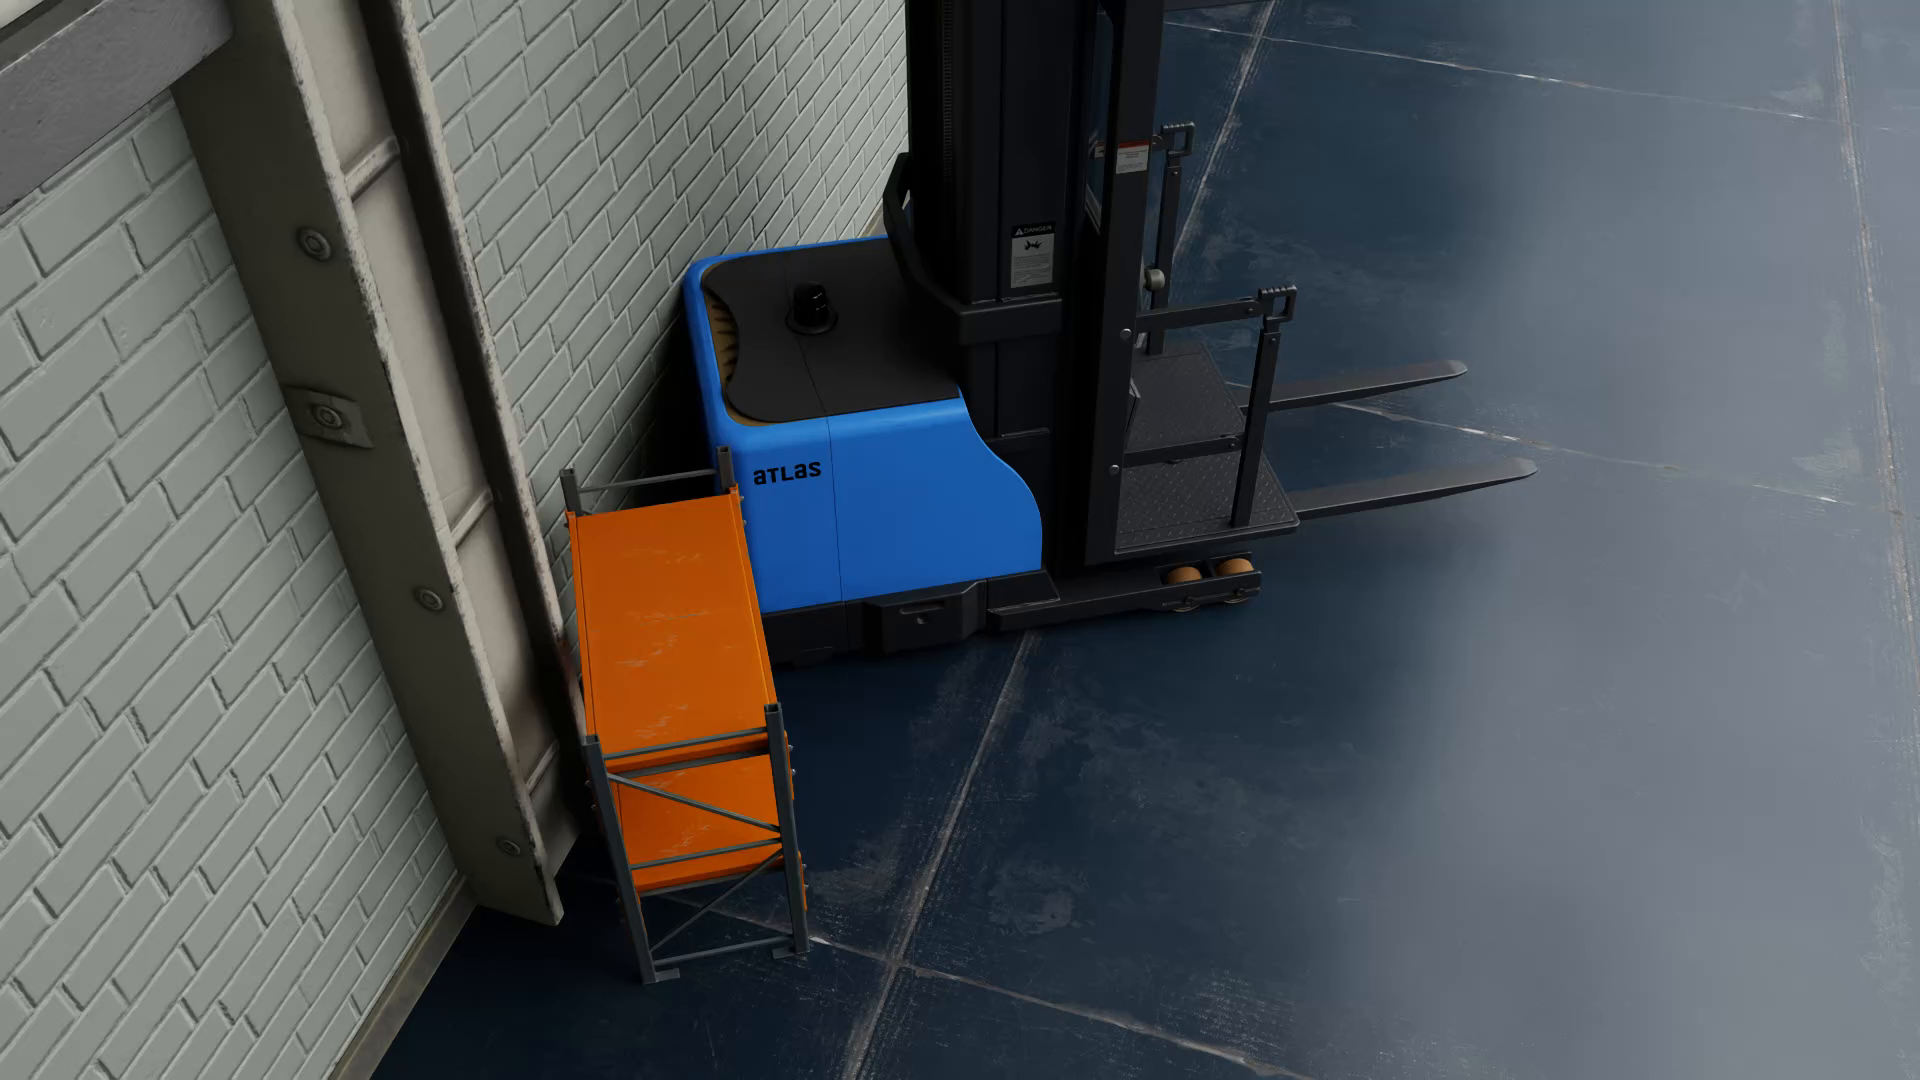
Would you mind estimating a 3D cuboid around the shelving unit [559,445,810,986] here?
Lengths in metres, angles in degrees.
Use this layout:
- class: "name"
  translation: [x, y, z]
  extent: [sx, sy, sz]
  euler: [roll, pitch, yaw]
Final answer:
- class: "shelving unit"
  translation: [-0.810, 0.516, 4.918]
  extent: [0.538, 1.125, 1.048]
  euler: [-9, 45, -9]

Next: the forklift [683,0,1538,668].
- class: "forklift"
  translation: [0.607, -1.143, 5.322]
  extent: [3.031, 2.935, 1.130]
  euler: [-9, 45, -9]

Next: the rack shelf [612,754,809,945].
- class: "rack shelf"
  translation: [-0.810, 0.691, 5.089]
  extent: [0.538, 0.278, 1.000]
  euler: [-9, 45, -9]

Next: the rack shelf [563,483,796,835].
- class: "rack shelf"
  translation: [-0.810, 0.307, 4.713]
  extent: [0.538, 0.278, 1.000]
  euler: [-9, 45, -9]

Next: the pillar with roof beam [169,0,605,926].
- class: "pillar with roof beam"
  translation: [2.790, -1.295, 1.139]
  extent: [9.100, 9.000, 0.400]
  euler: [13, 46, 13]

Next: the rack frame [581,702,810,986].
- class: "rack frame"
  translation: [-0.697, 0.863, 4.564]
  extent: [0.500, 1.125, 0.032]
  euler: [-9, 45, -9]

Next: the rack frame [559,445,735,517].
- class: "rack frame"
  translation: [-0.923, 0.170, 5.272]
  extent: [0.500, 1.125, 0.032]
  euler: [-9, 45, -9]
